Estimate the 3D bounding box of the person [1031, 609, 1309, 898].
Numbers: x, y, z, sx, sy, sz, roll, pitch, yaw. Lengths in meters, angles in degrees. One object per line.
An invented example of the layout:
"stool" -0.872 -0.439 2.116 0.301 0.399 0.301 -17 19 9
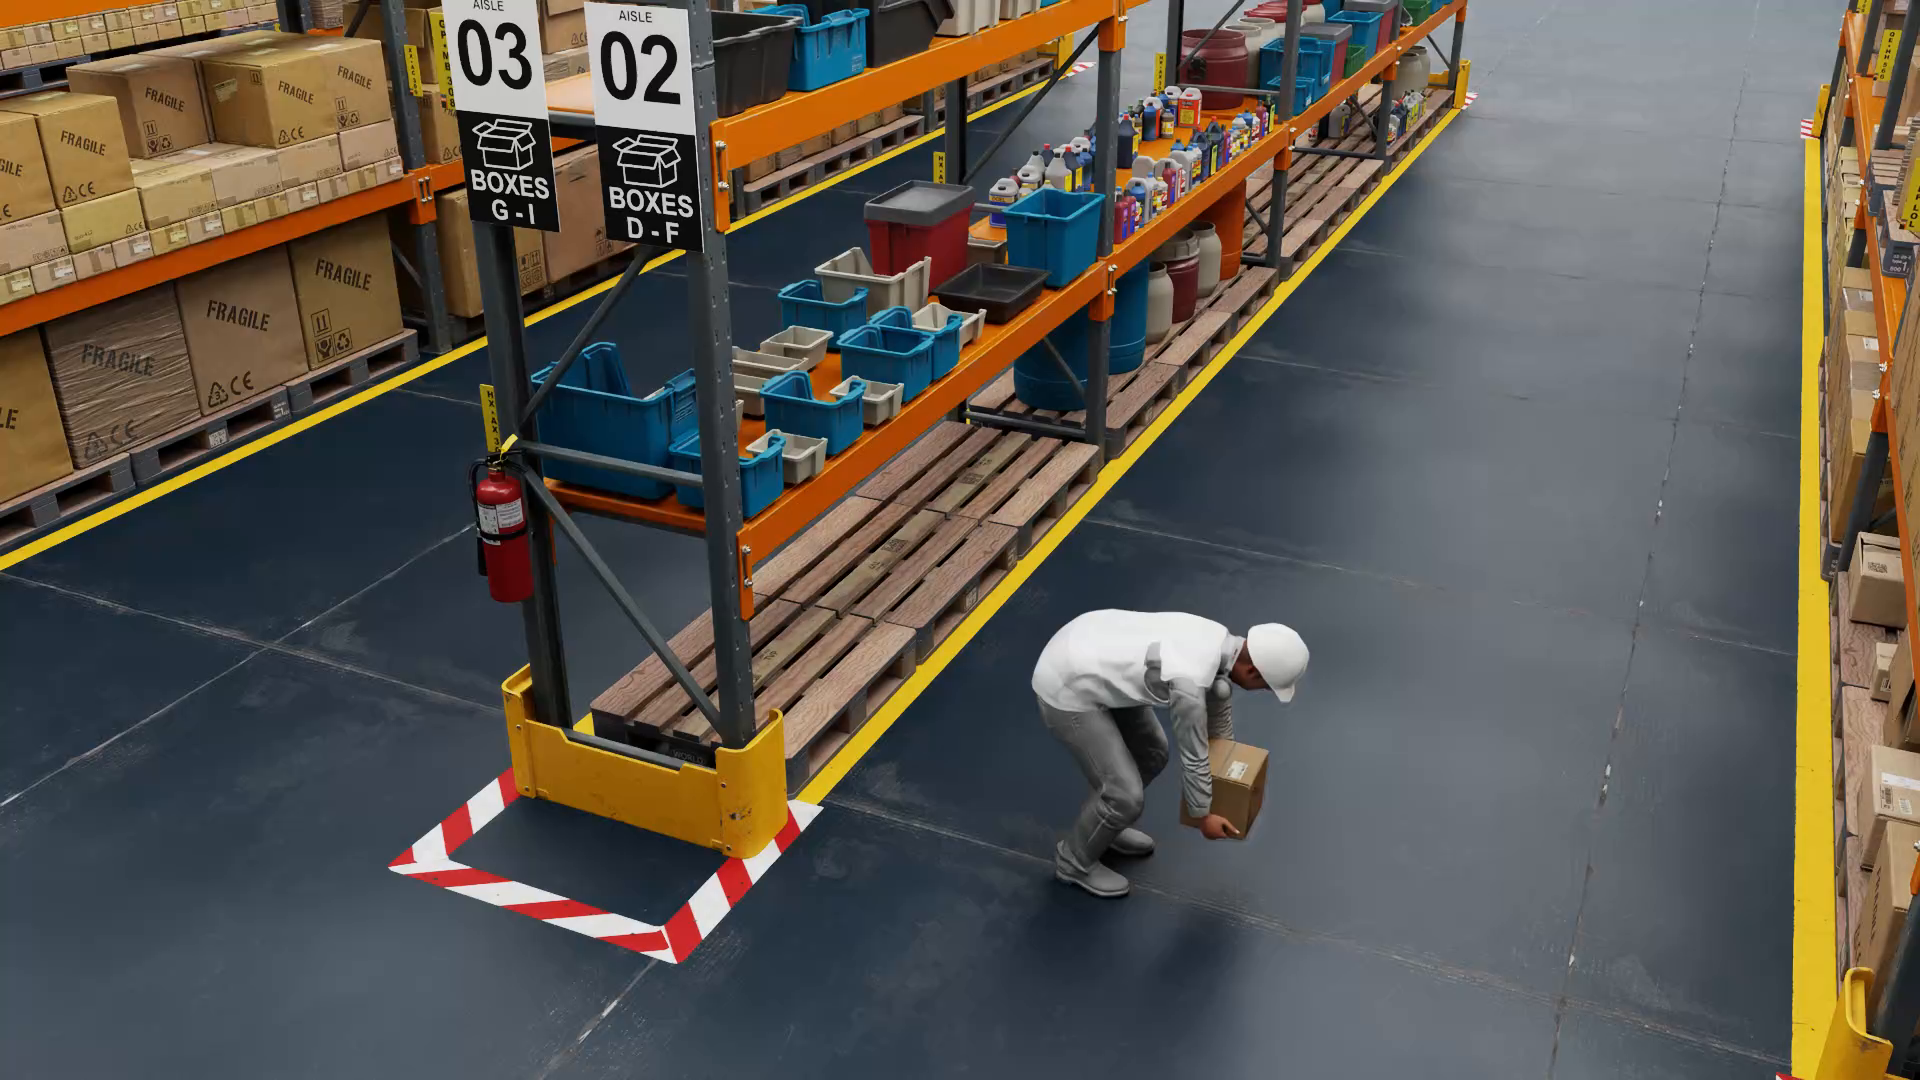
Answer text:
"person" 0.758 0.773 6.180 0.985 1.178 0.492 10 28 20
